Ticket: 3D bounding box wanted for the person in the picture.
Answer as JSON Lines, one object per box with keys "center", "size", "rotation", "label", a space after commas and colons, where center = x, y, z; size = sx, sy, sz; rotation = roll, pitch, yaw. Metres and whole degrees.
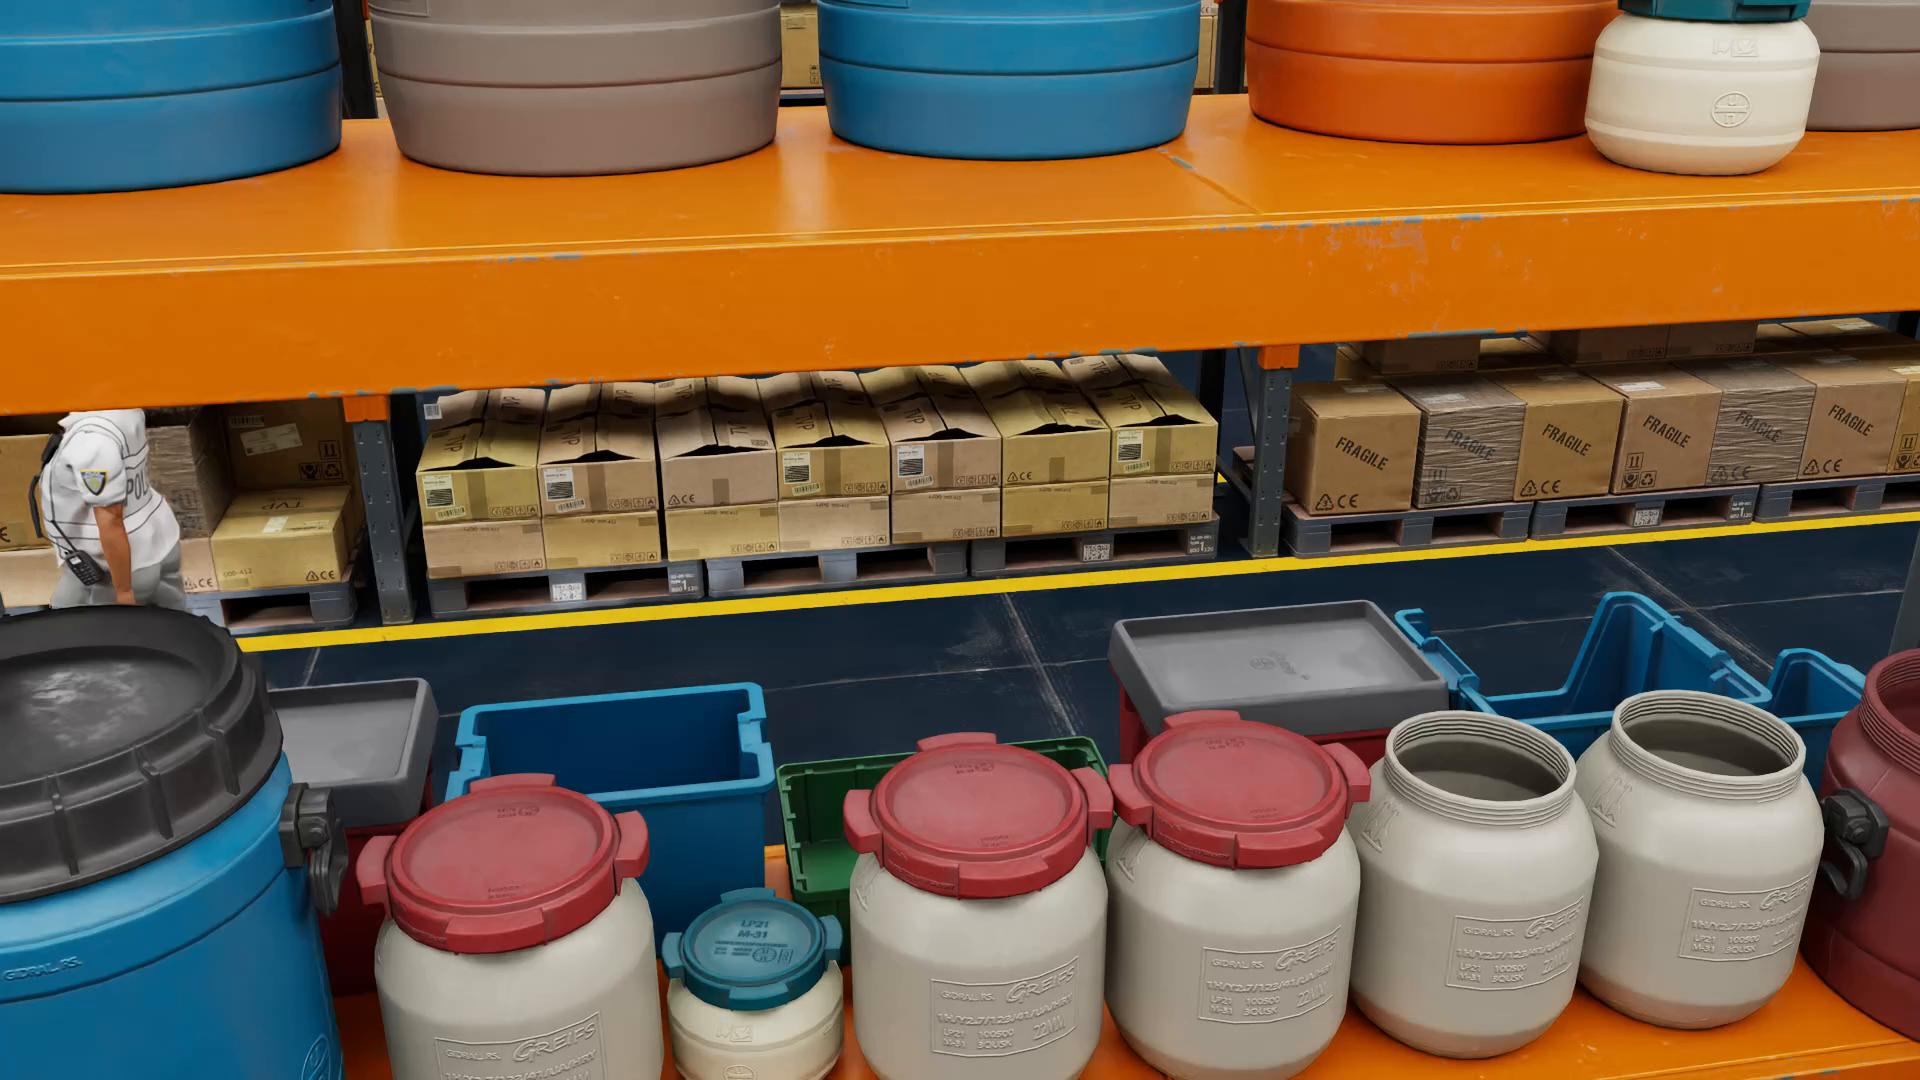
{"center": [-2.994, 0.114, 5.883], "size": [0.603, 1.733, 0.512], "rotation": [-2, 24, -5], "label": "person"}
